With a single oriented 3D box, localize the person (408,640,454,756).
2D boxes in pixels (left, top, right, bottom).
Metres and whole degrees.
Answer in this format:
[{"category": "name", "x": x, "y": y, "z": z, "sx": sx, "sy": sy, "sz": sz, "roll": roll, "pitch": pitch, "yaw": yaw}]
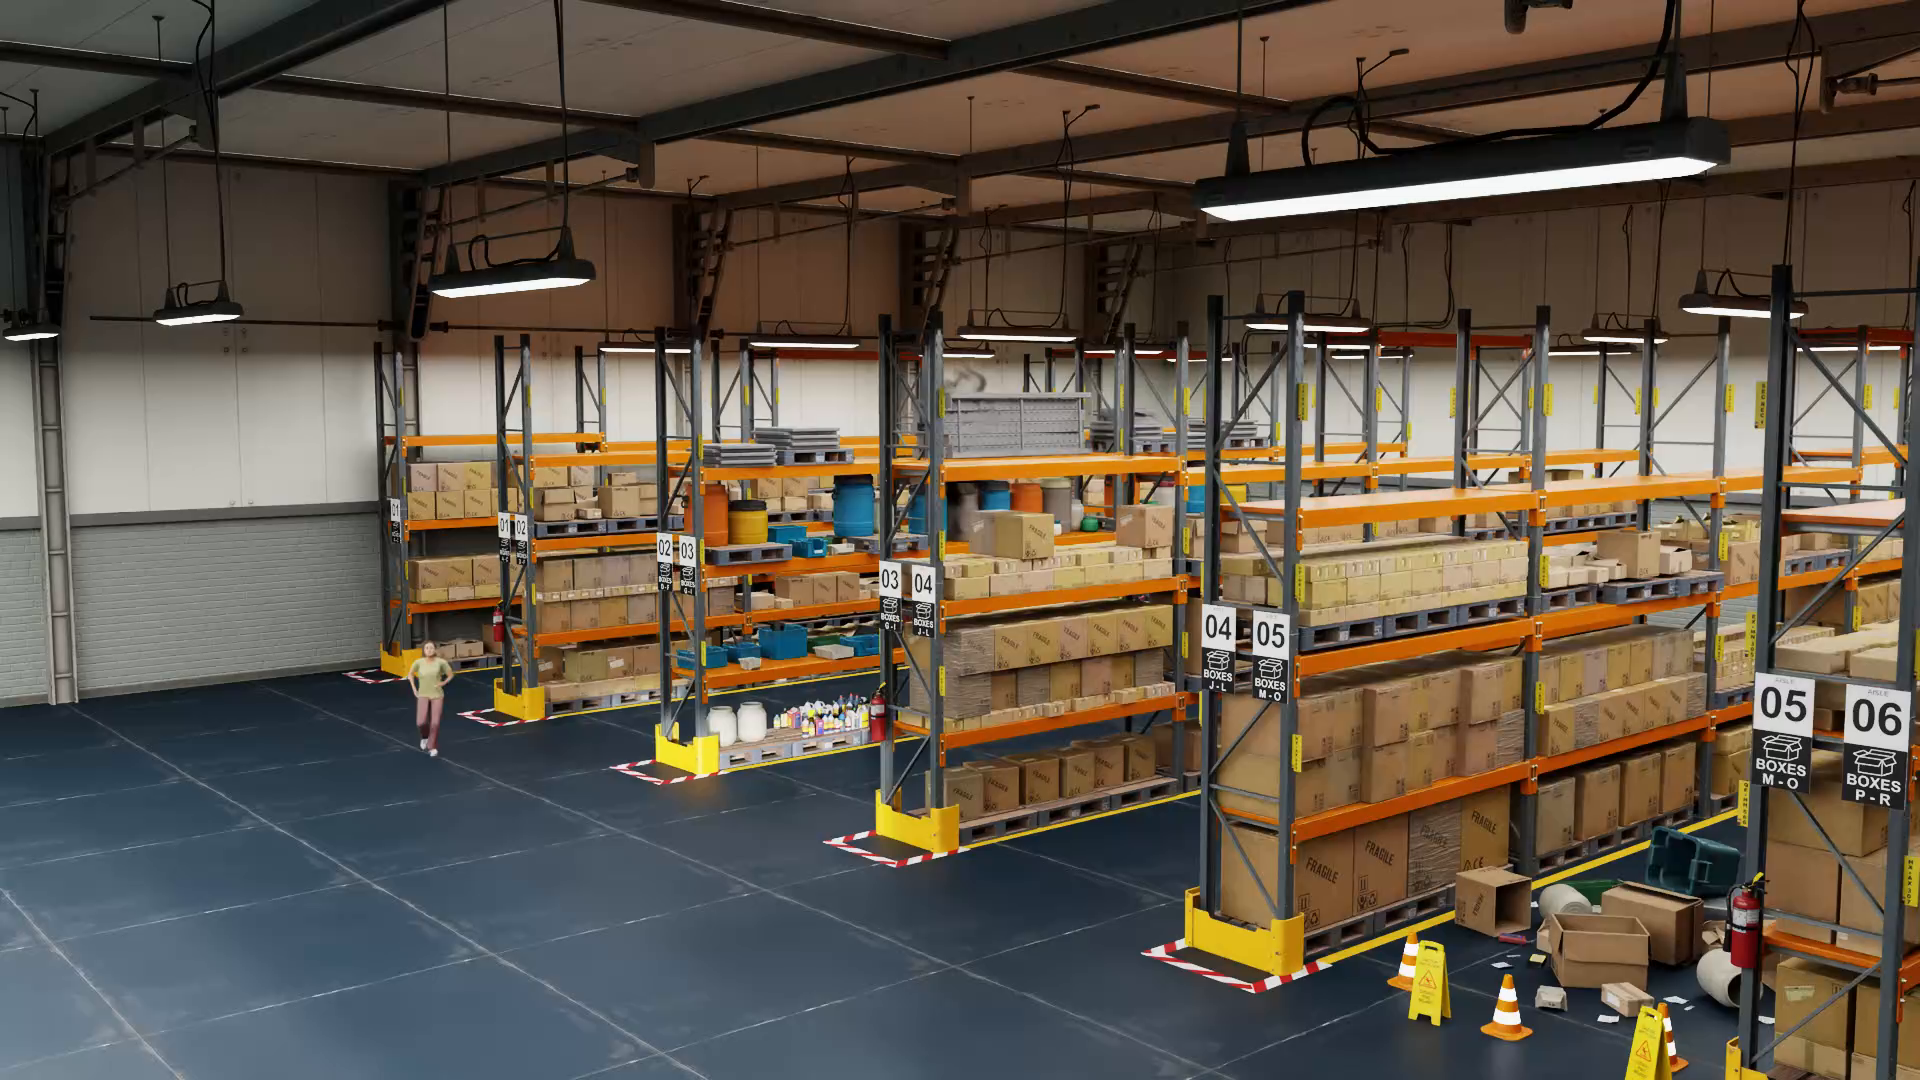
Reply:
[{"category": "person", "x": -7.431, "y": 2.222, "z": 23.355, "sx": 0.624, "sy": 1.638, "sz": 0.514, "roll": -1, "pitch": 5, "yaw": -11}]
